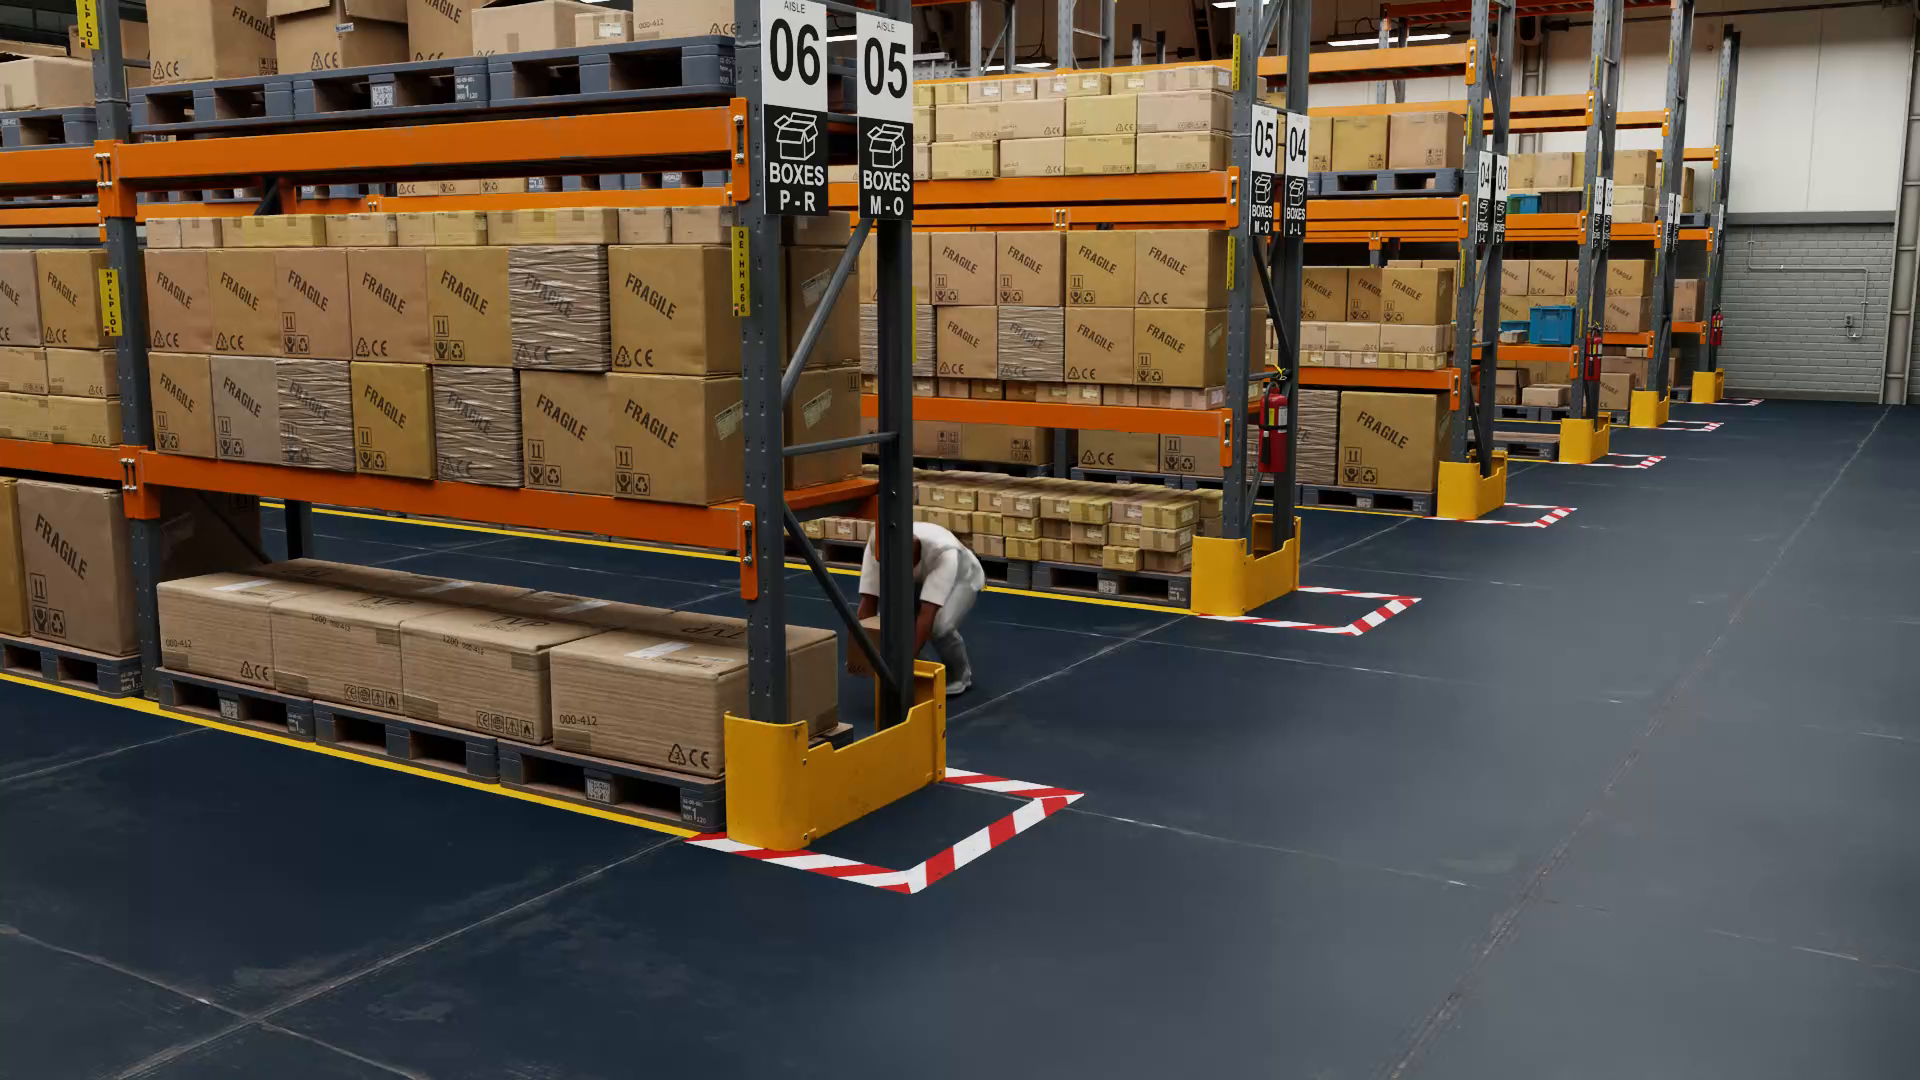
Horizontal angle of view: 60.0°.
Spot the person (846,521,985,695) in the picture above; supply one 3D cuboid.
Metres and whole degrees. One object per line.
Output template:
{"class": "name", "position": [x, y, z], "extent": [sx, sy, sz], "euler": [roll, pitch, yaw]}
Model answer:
{"class": "person", "position": [-0.198, 0.323, 8.624], "extent": [0.534, 1.006, 0.922], "euler": [5, 11, 29]}
